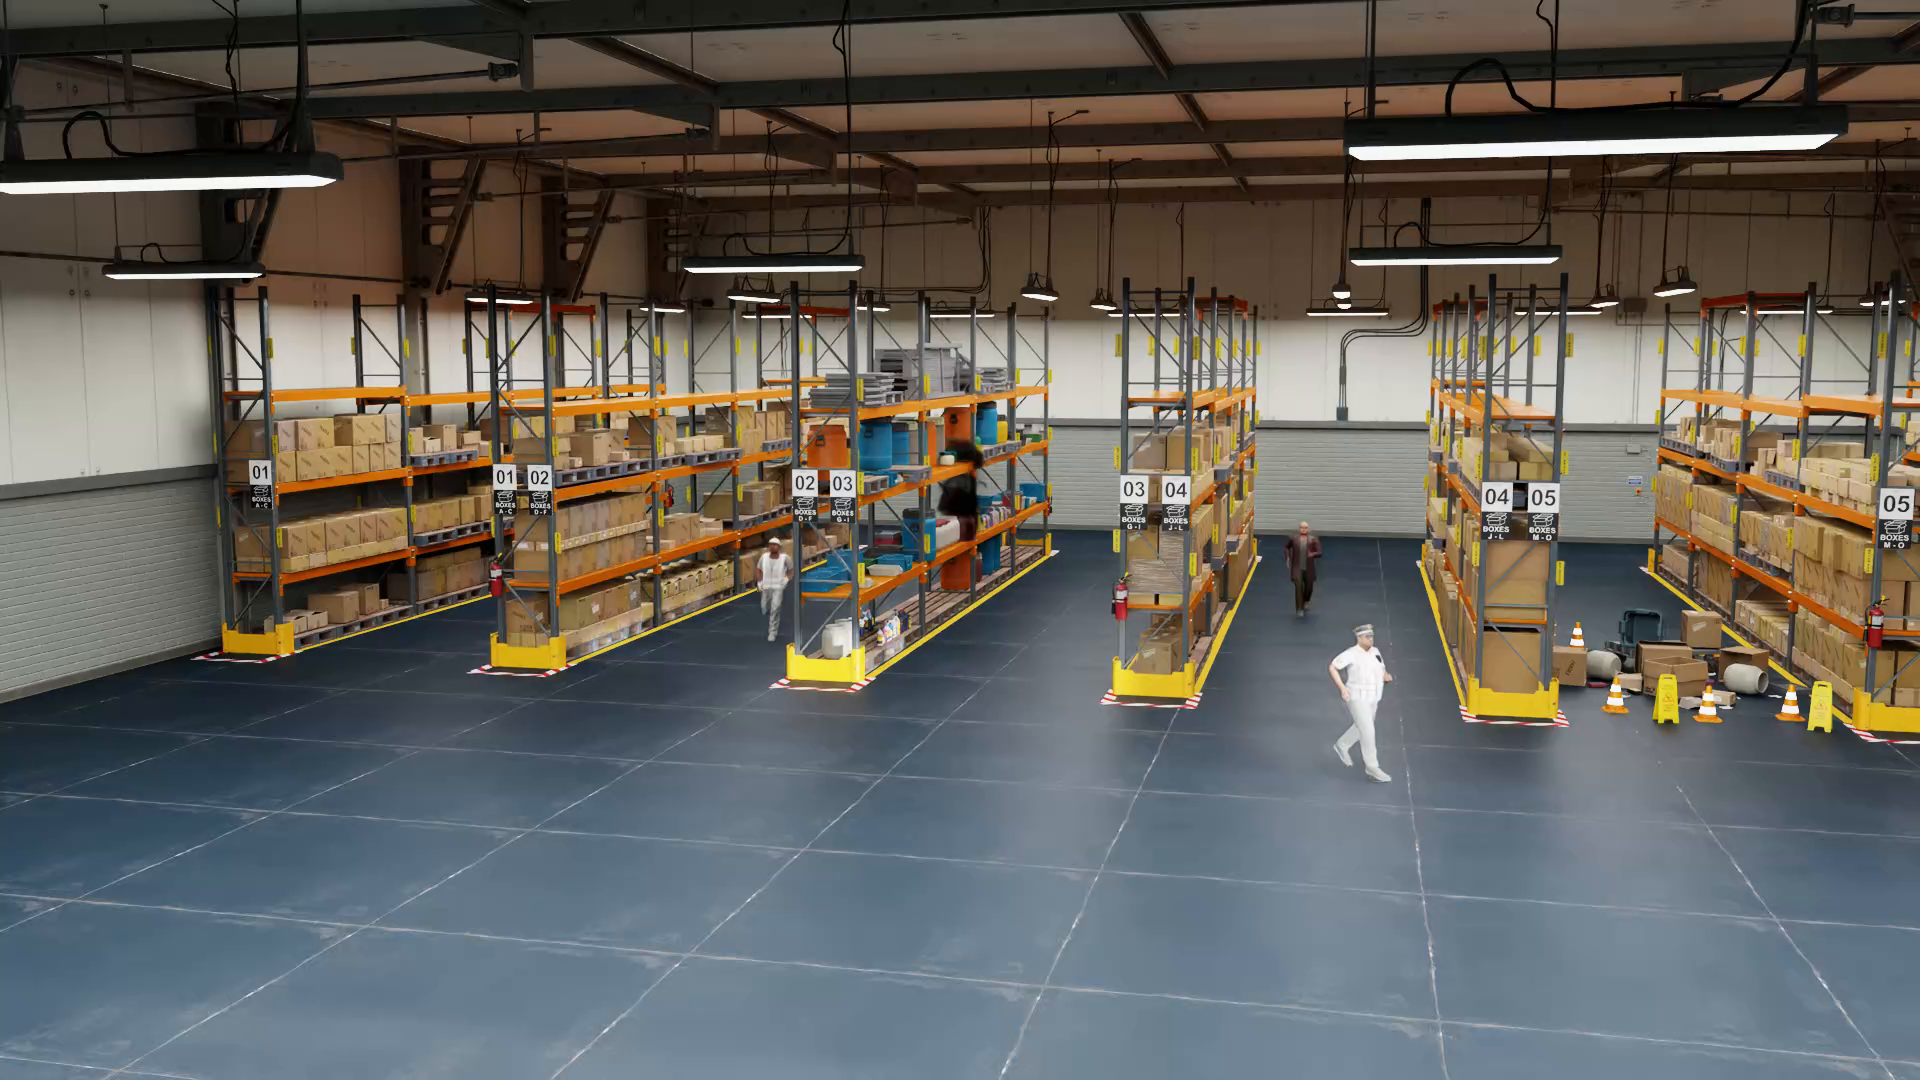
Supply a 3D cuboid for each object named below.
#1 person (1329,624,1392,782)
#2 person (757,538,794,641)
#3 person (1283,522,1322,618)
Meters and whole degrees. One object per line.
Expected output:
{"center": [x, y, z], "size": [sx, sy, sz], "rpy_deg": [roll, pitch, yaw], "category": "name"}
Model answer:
{"center": [4.739, 1.860, 19.520], "size": [0.666, 1.779, 0.944], "rpy_deg": [-5, 8, -36], "category": "person"}
{"center": [-3.180, 0.830, 28.606], "size": [0.676, 1.734, 0.840], "rpy_deg": [1, 7, 13], "category": "person"}
{"center": [6.426, 0.536, 31.187], "size": [0.715, 1.754, 1.021], "rpy_deg": [1, 7, 9], "category": "person"}
